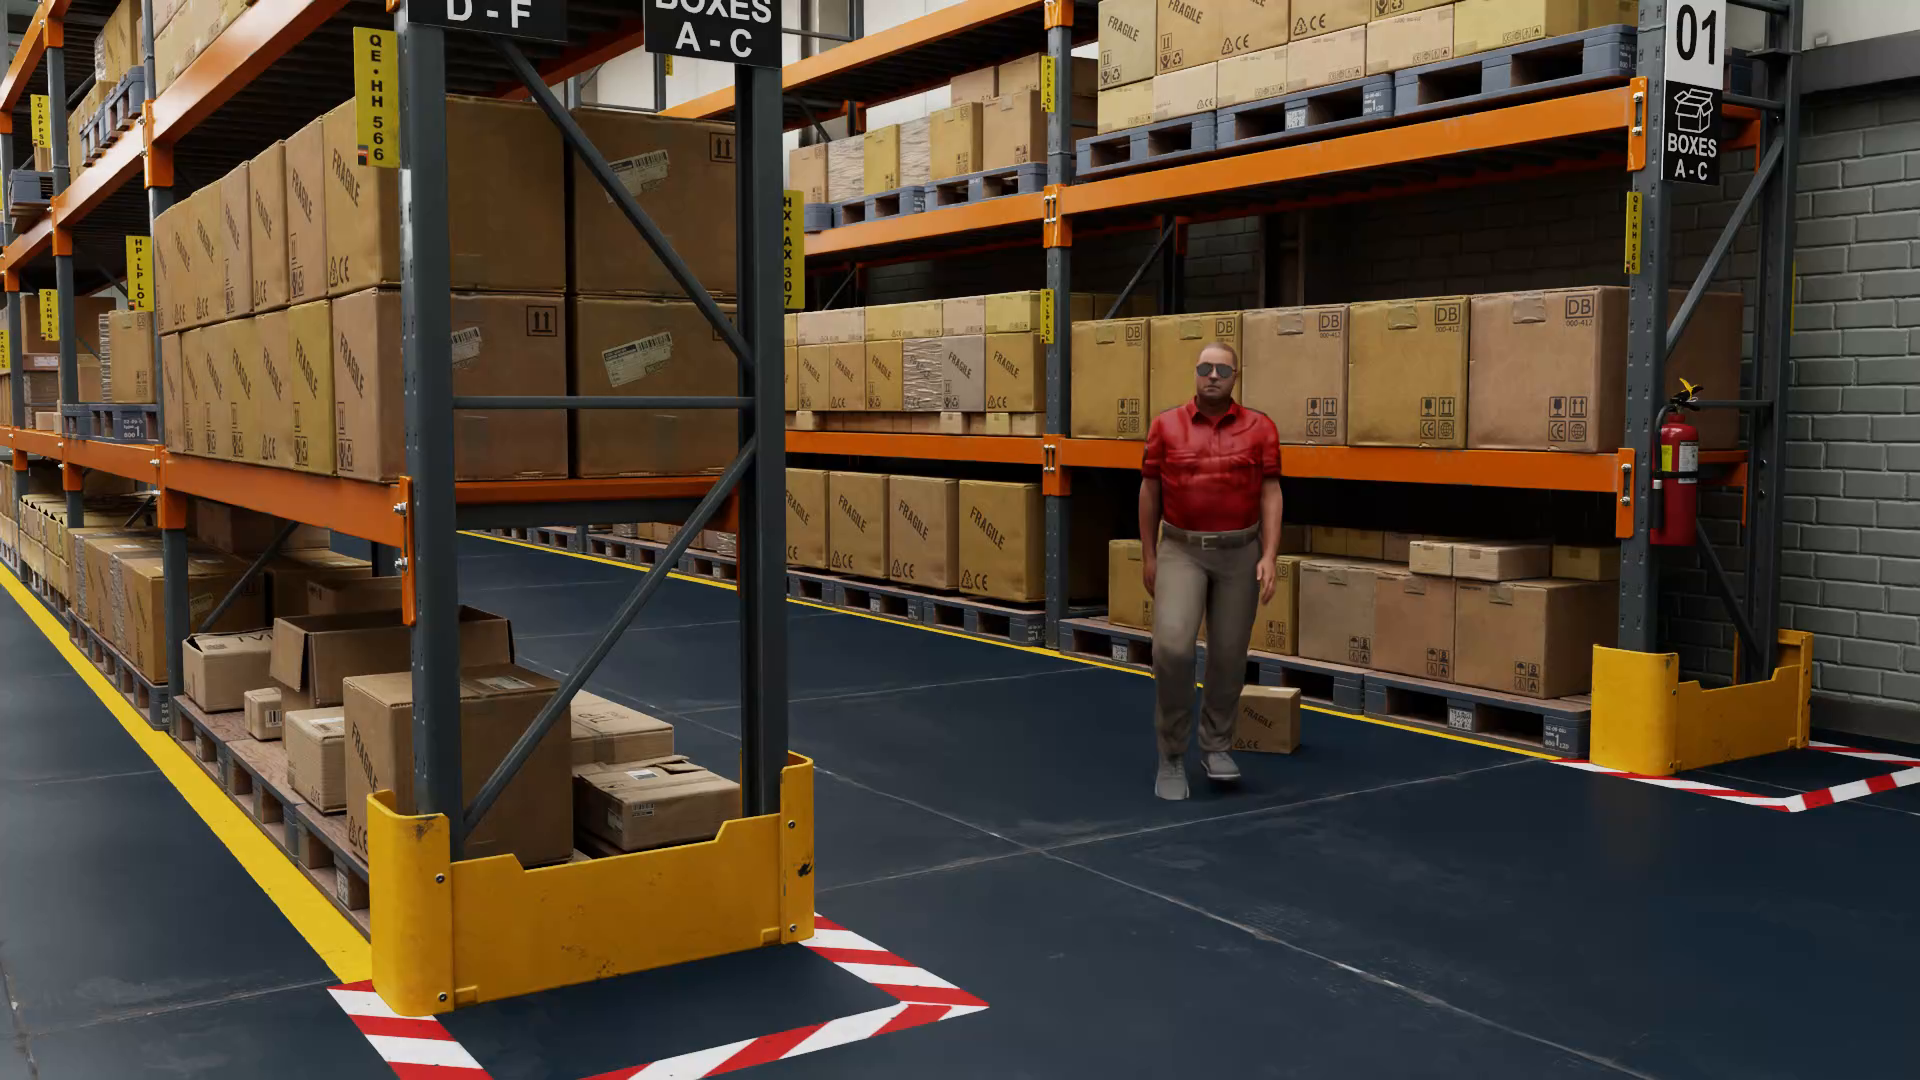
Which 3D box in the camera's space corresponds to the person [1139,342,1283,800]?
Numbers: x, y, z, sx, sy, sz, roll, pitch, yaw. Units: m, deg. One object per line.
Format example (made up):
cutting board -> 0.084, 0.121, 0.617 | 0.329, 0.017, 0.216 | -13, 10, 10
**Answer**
person -> 0.973, 0.133, 6.459 | 0.543, 1.794, 0.506 | 0, 5, 2
